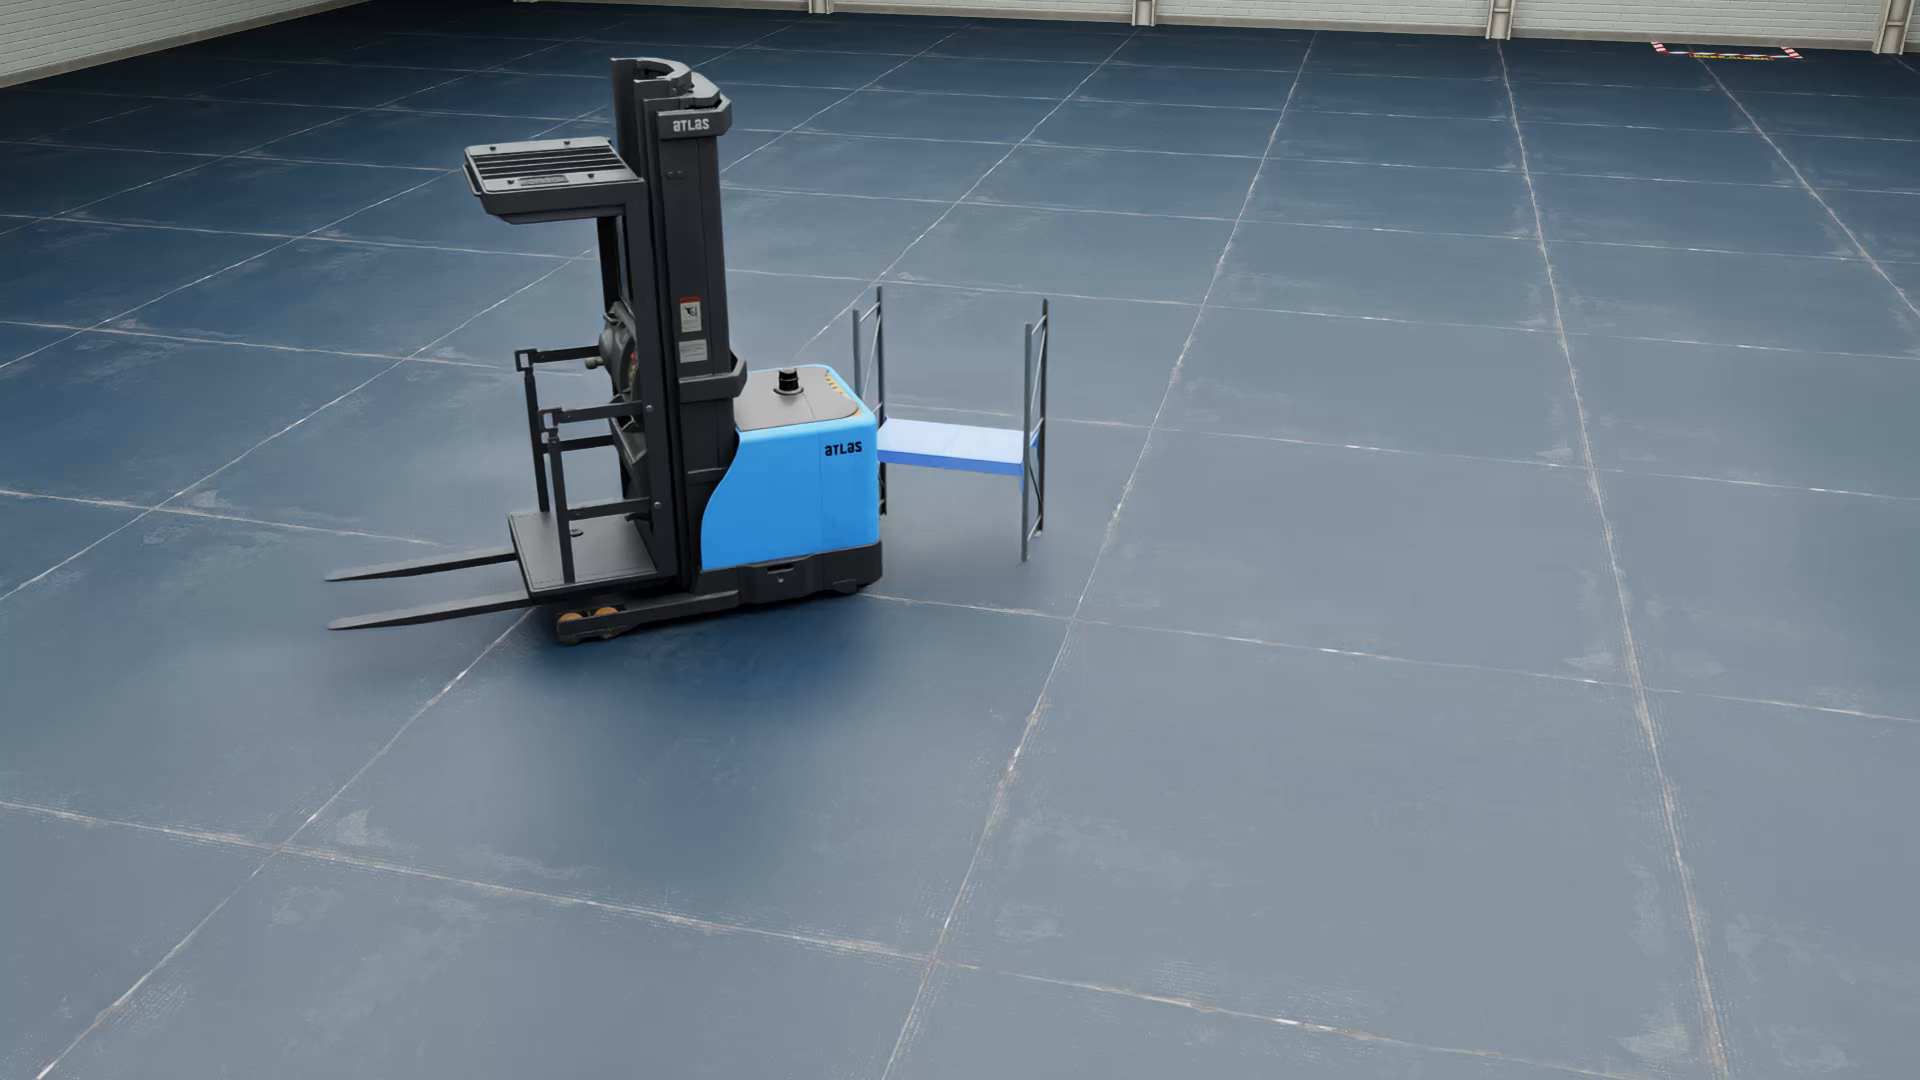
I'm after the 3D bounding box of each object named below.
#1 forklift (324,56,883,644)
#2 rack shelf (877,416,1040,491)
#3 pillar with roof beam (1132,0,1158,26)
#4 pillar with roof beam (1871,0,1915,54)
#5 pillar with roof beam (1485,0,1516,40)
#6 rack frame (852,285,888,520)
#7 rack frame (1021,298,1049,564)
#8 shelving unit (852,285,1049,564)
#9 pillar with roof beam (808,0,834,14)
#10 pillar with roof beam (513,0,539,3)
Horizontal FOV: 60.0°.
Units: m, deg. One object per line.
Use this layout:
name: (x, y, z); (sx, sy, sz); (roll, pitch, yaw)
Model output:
forklift: (-2.022, -1.013, 8.968); (3.031, 2.935, 1.130); (-9, 27, -18)
rack shelf: (-0.048, -0.529, 10.035); (1.000, 0.185, 0.538); (6, 26, 13)
pillar with roof beam: (2.181, -11.383, 23.691); (0.400, 9.000, 9.100); (6, 26, 13)
pillar with roof beam: (13.803, -10.098, 20.993); (0.400, 9.000, 9.100); (6, 26, 13)
pillar with roof beam: (7.992, -10.741, 22.342); (0.400, 9.000, 9.100); (6, 26, 13)
rack frame: (-0.540, -0.746, 10.073); (0.032, 1.500, 0.500); (6, 26, 13)
rack frame: (0.444, -0.636, 9.842); (0.032, 1.500, 0.500); (6, 26, 13)
shelving unit: (-0.048, -0.691, 9.957); (1.048, 1.500, 0.538); (6, 26, 13)
pillar with roof beam: (-3.630, -12.025, 25.040); (0.400, 9.000, 9.100); (6, 26, 13)
pillar with roof beam: (-9.441, -12.668, 26.389); (0.400, 9.000, 9.100); (6, 26, 13)
